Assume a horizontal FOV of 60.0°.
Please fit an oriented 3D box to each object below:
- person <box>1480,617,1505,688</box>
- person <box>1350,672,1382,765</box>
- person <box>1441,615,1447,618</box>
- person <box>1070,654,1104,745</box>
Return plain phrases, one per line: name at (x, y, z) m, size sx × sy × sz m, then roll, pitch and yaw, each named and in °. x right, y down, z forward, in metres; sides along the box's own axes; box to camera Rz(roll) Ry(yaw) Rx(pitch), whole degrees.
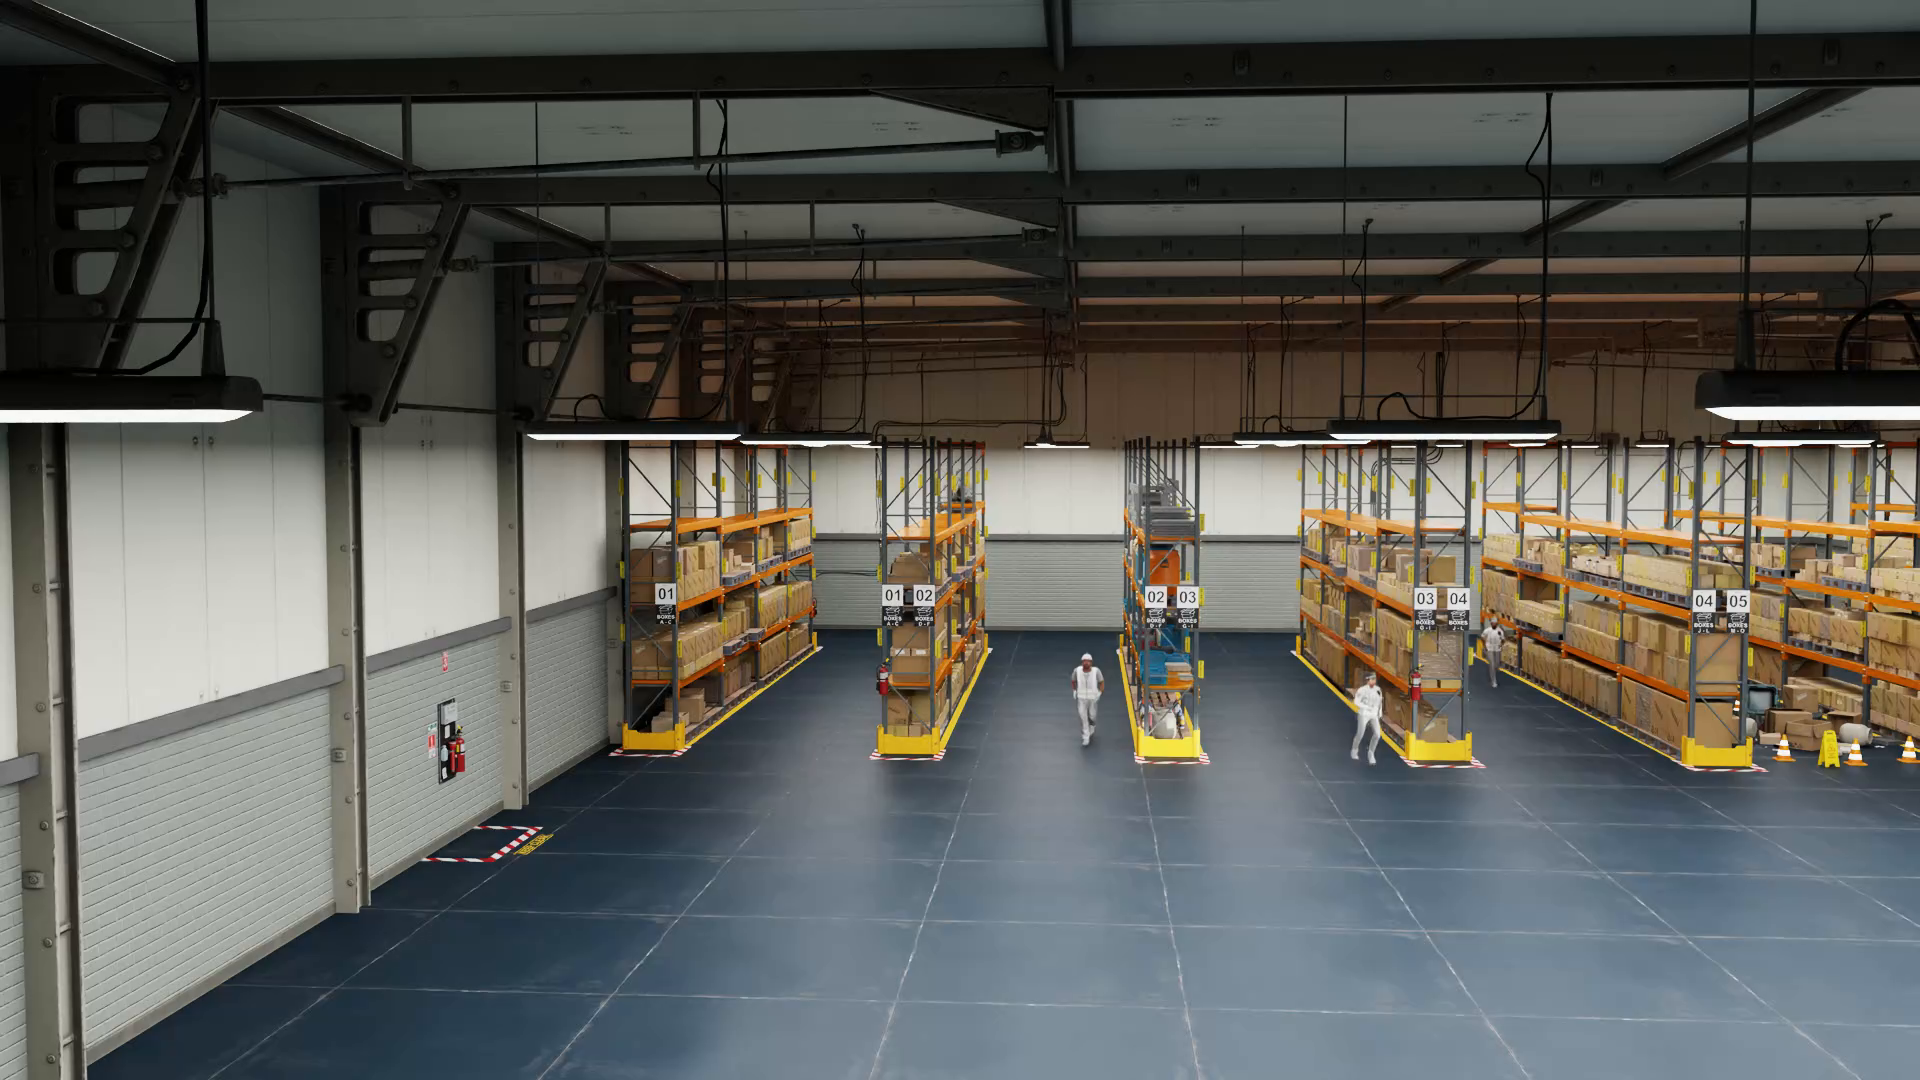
person at (12.992, 2.718, 40.515) m, size 0.583 × 1.704 × 0.754 m, roll 0°, pitch 3°, yaw 4°
person at (7.522, 3.260, 30.537) m, size 0.654 × 1.725 × 0.688 m, roll -1°, pitch 3°, yaw -12°
person at (13.182, 2.465, 45.924) m, size 0.597 × 1.596 × 0.585 m, roll 1°, pitch 3°, yaw 22°
person at (2.505, 3.101, 32.743) m, size 0.670 × 1.752 × 0.804 m, roll 0°, pitch 3°, yaw 5°
